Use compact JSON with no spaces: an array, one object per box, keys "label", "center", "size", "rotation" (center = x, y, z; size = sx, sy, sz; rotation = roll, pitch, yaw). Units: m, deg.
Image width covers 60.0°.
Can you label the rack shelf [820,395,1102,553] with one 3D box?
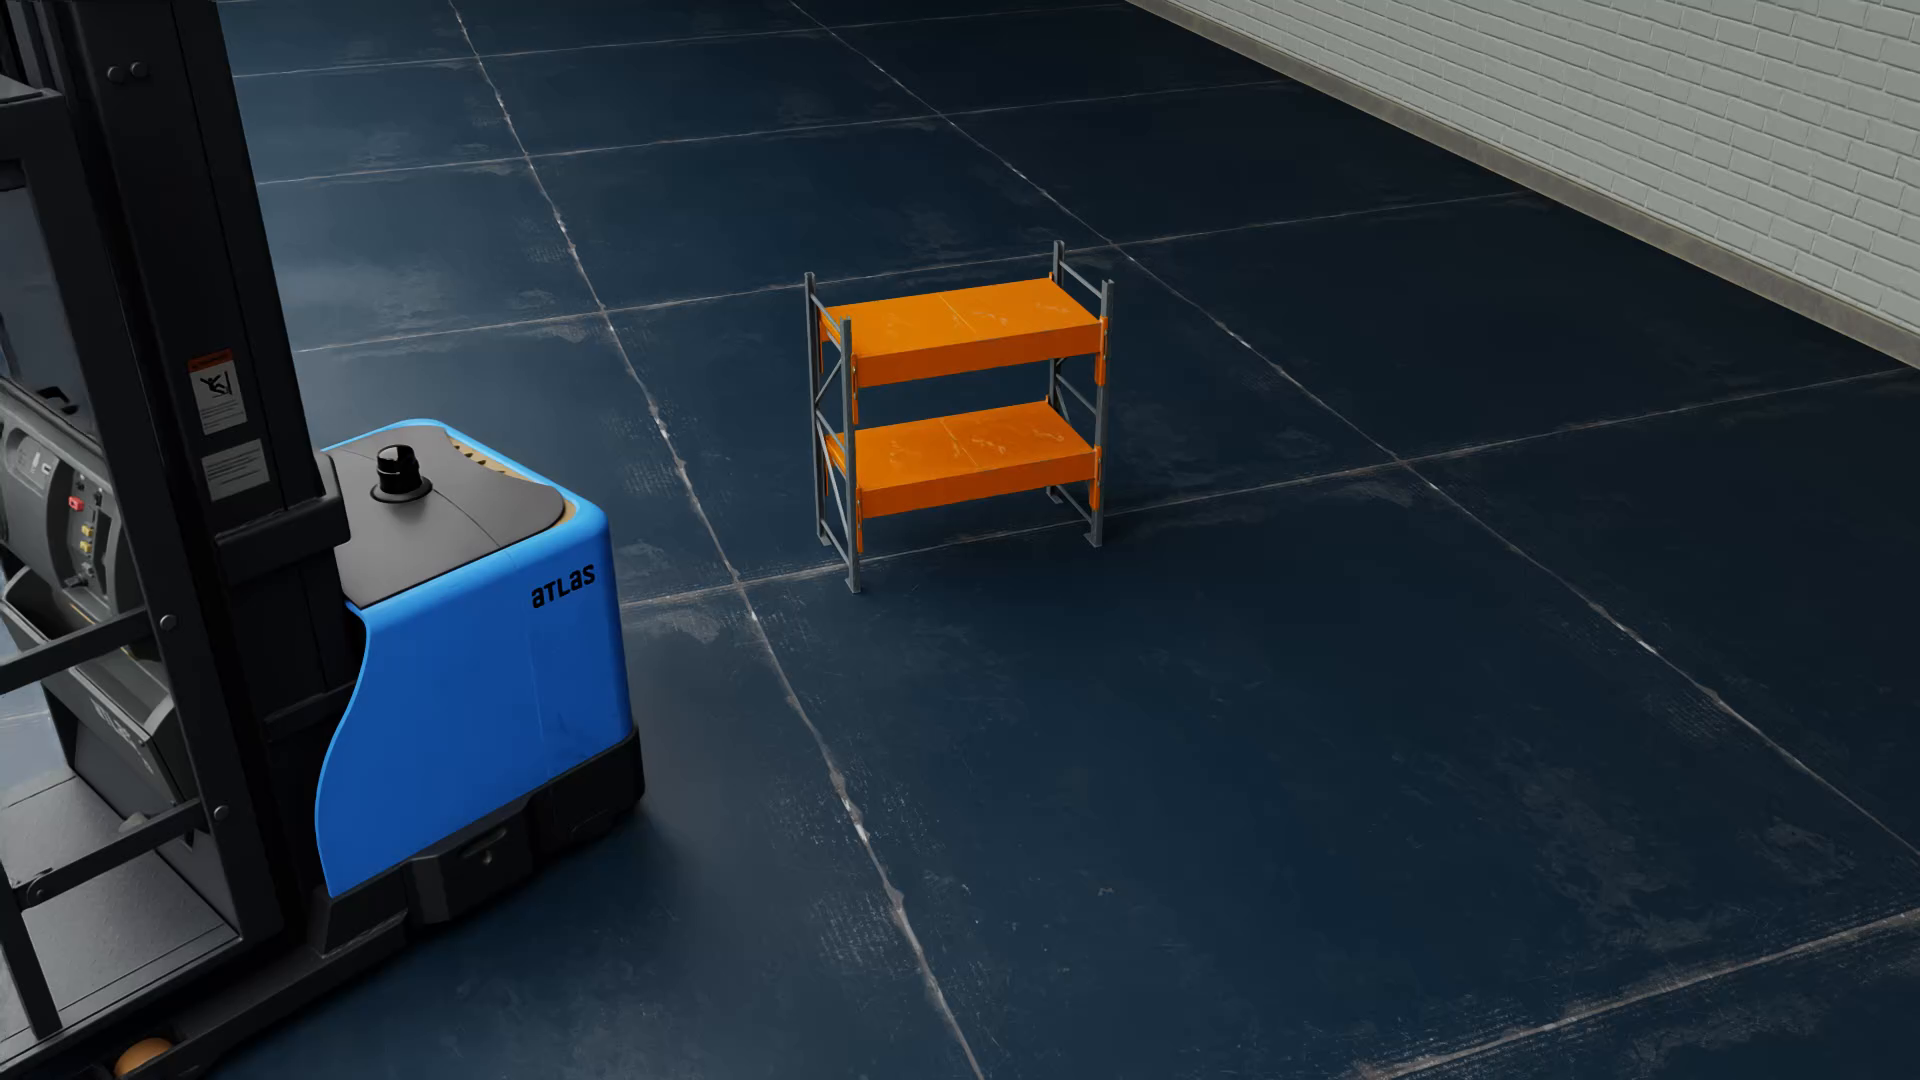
[{"label":"rack shelf","center":[-0.006,-0.275,6.591],"size":[1.000,0.278,0.538],"rotation":[-10,31,-18]}]

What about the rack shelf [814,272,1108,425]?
[{"label":"rack shelf","center":[-0.006,-0.742,6.325],"size":[1.000,0.278,0.538],"rotation":[-10,31,-18]}]

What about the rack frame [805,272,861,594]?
[{"label":"rack frame","center":[-0.483,-0.400,6.315],"size":[0.032,1.125,0.500],"rotation":[-10,31,-18]}]

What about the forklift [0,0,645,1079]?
[{"label":"forklift","center":[-2.359,-0.052,3.881],"size":[1.130,2.935,3.031],"rotation":[25,38,36]}]

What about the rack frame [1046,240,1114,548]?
[{"label":"rack frame","center":[0.470,-0.575,6.624],"size":[0.032,1.125,0.500],"rotation":[-10,31,-18]}]

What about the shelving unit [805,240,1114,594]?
[{"label":"shelving unit","center":[-0.006,-0.488,6.469],"size":[1.048,1.125,0.538],"rotation":[-10,31,-18]}]
